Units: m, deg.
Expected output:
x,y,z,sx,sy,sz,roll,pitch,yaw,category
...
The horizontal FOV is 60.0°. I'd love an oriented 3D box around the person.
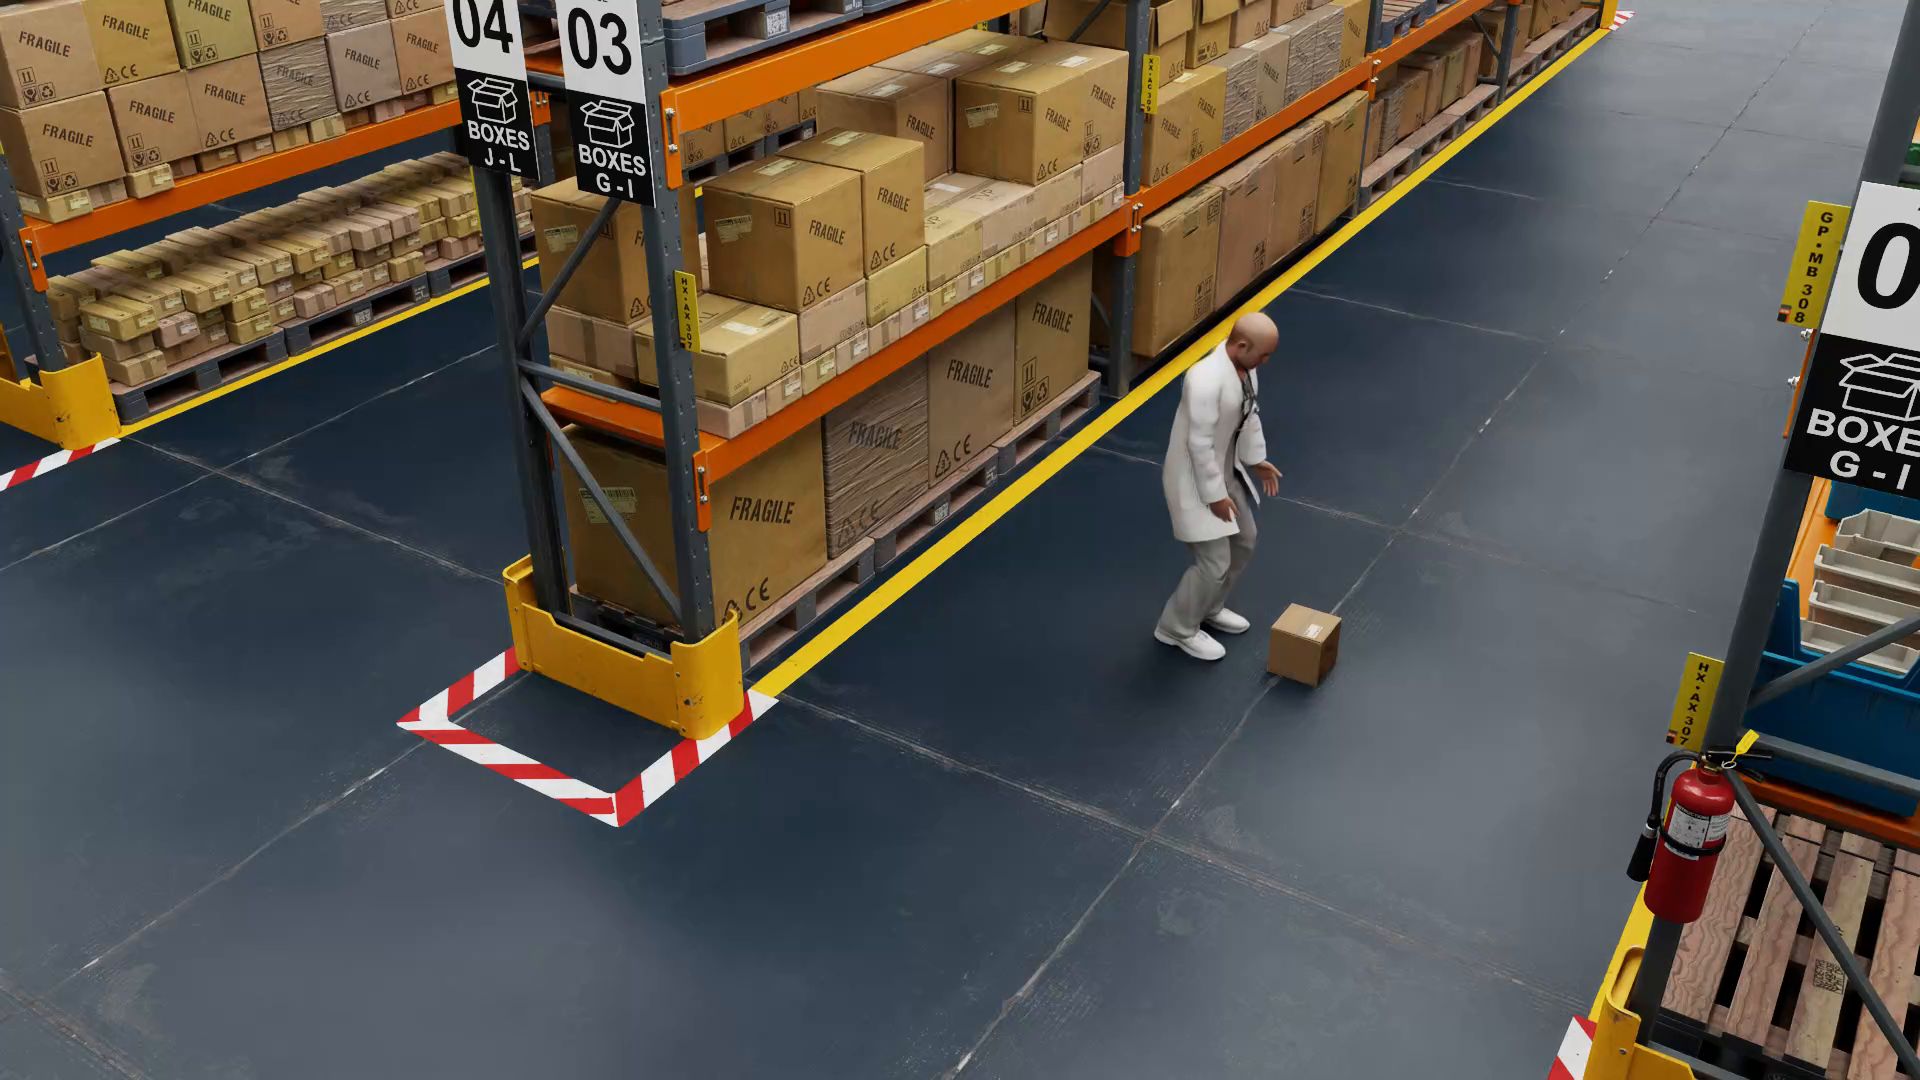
x,y,z,sx,sy,sz,roll,pitch,yaw,category
1.197,-0.281,7.718,0.459,1.702,0.599,18,35,29,person
